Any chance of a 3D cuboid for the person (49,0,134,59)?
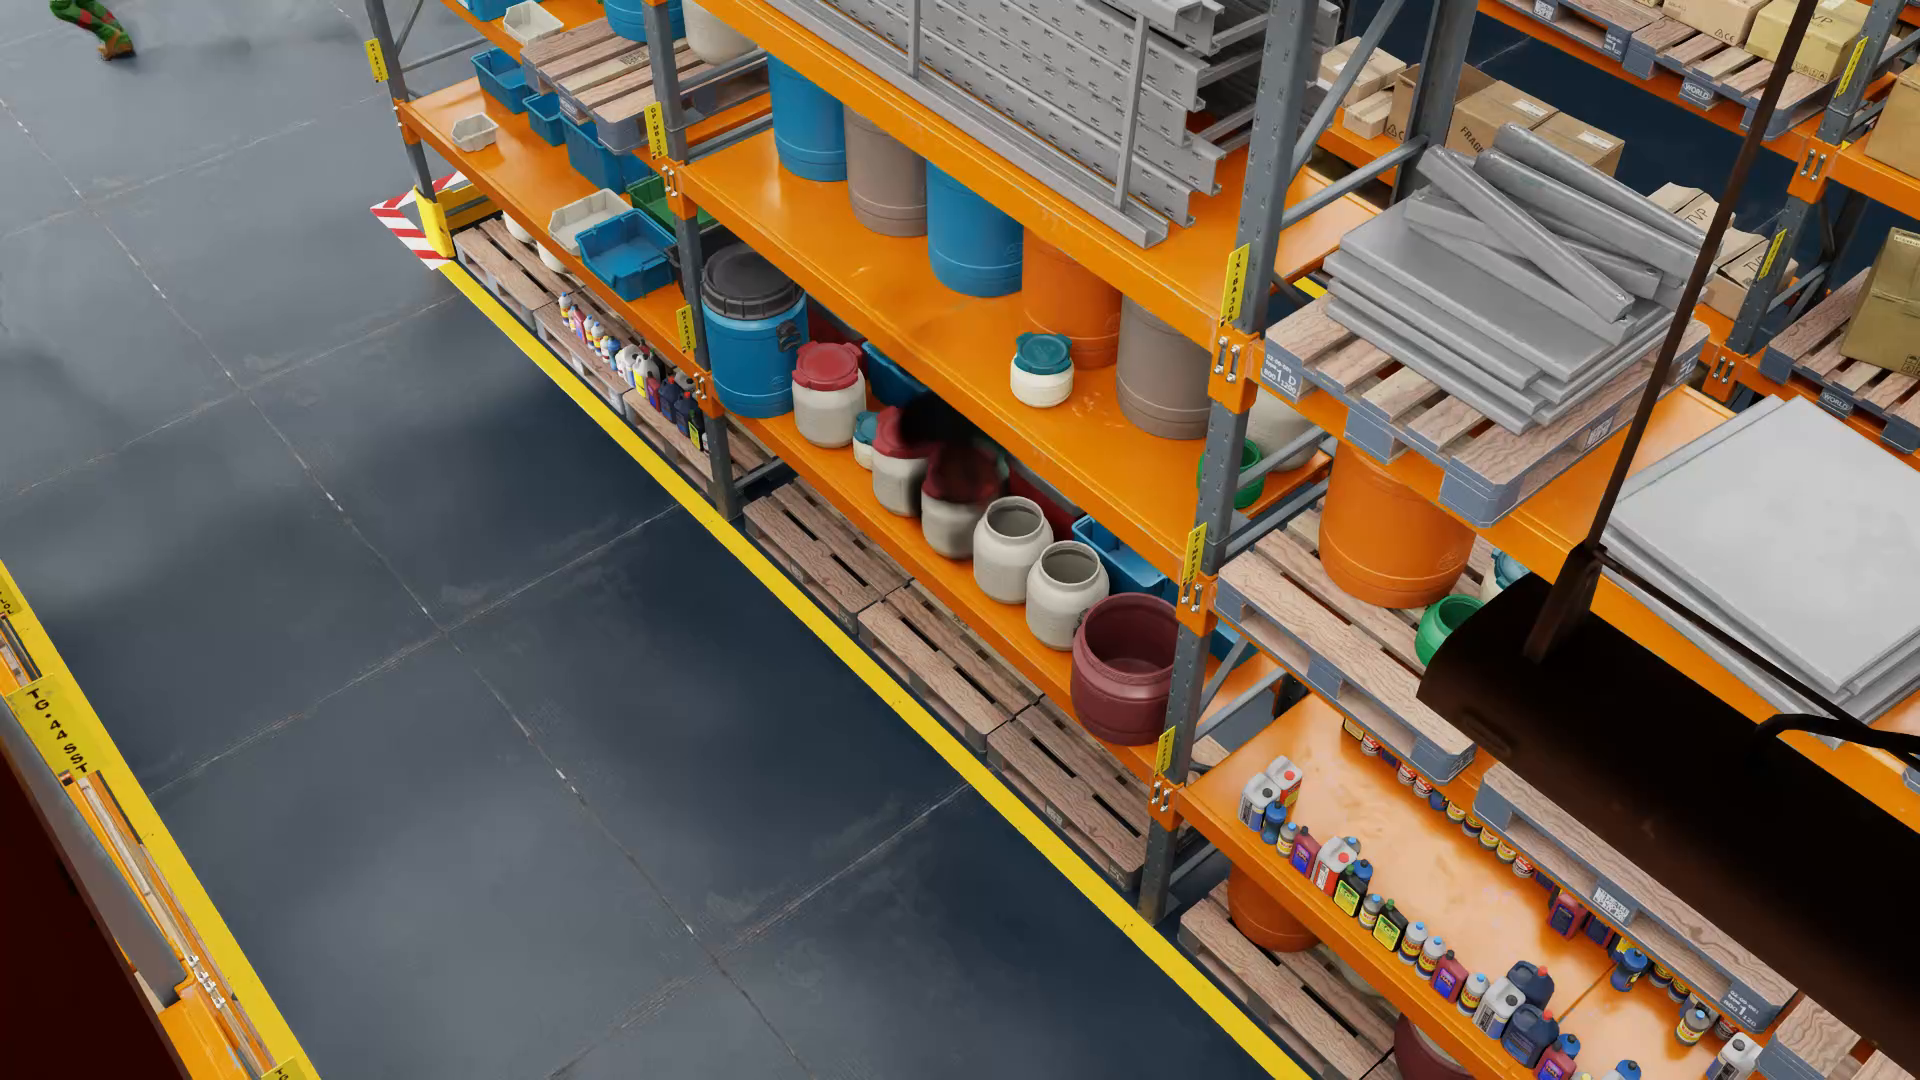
[{"bbox_3d":[-7.831,-5.029,14.529,0.601,1.746,0.641,-10,47,-9],"label":"person"}]
